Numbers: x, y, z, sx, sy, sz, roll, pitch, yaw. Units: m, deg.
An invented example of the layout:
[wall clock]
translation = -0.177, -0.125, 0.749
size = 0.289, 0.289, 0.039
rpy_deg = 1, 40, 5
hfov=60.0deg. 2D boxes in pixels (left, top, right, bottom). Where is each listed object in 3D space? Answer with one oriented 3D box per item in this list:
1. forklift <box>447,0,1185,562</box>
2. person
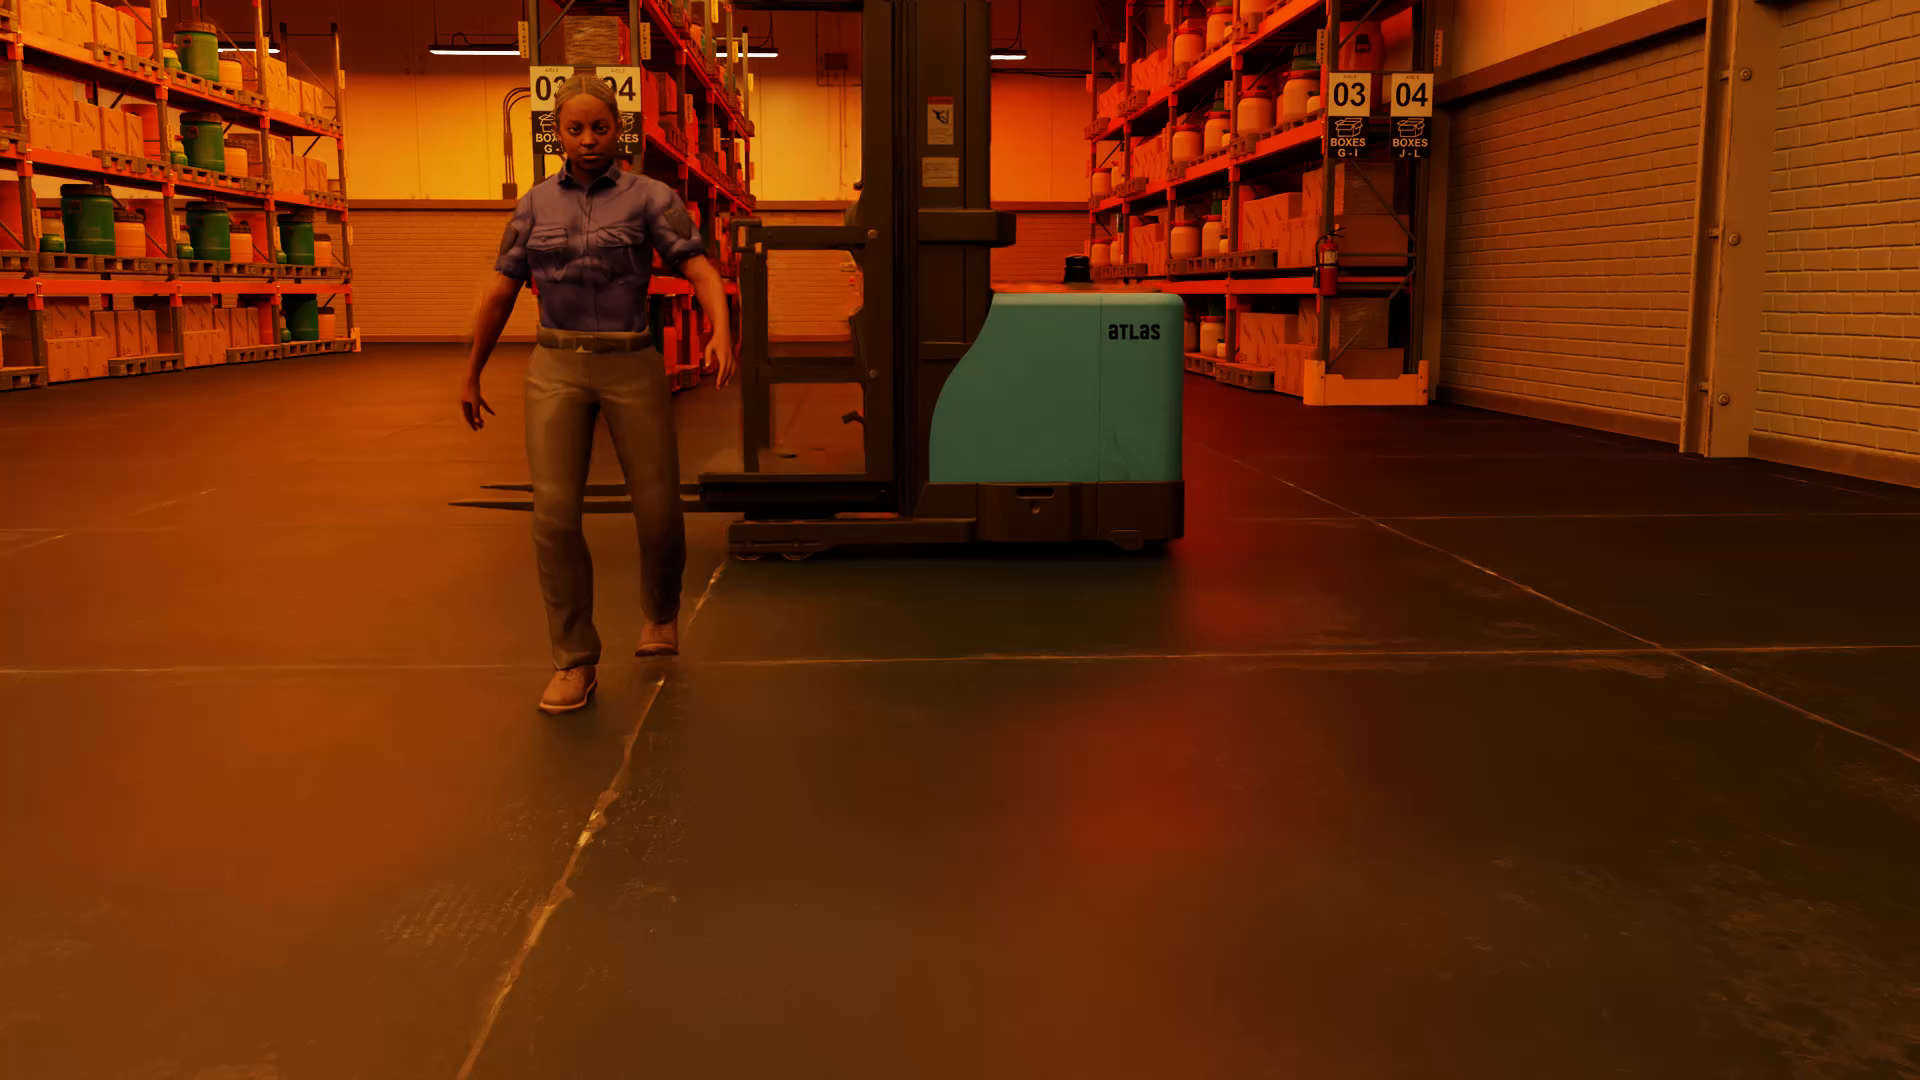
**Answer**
[forklift]
translation = -0.610, -1.443, 7.047
size = 3.031, 2.935, 1.130
rpy_deg = -1, 8, -4
[person]
translation = -0.976, -0.399, 4.450
size = 0.779, 1.641, 0.663
rpy_deg = -1, 8, -4
